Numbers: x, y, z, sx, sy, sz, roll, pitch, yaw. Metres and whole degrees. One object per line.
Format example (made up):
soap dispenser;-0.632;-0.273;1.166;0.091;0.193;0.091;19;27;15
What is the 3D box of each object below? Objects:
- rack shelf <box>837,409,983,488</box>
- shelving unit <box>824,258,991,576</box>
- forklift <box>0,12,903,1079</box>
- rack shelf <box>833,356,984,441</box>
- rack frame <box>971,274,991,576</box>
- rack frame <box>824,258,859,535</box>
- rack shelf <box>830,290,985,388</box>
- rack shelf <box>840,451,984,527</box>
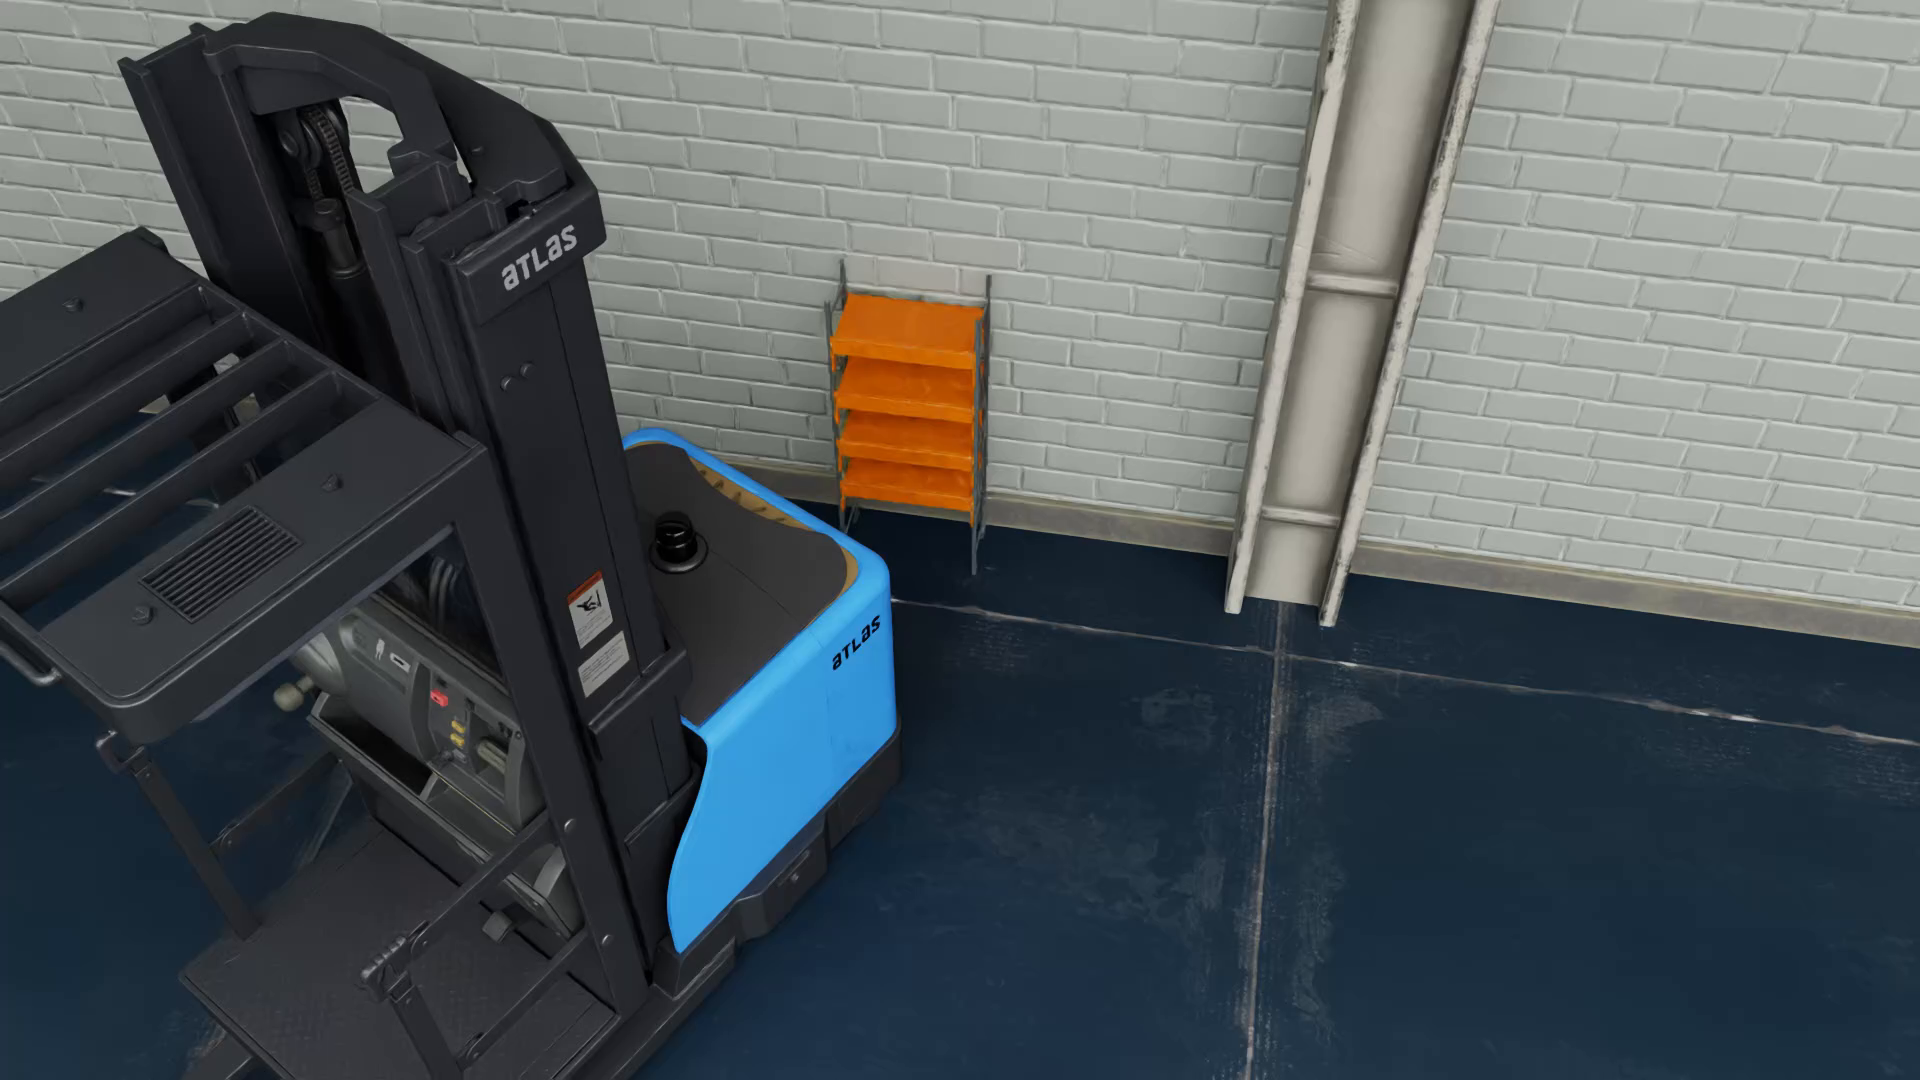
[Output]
rack shelf;-0.169;-0.351;5.845;0.480;0.148;0.258;7;47;6
shelving unit;-0.168;-0.398;5.796;0.503;1.200;0.258;7;47;6
forklift;-1.485;0.450;3.876;1.130;2.935;3.031;30;55;24
rack shelf;-0.168;-0.505;5.682;0.480;0.148;0.258;7;47;6
rack frame;0.072;-0.367;5.769;0.015;1.200;0.240;7;47;6
rack frame;-0.409;-0.428;5.824;0.015;1.200;0.240;7;47;6
rack shelf;-0.167;-0.667;5.510;0.480;0.148;0.258;7;47;6
rack shelf;-0.169;-0.215;5.990;0.480;0.148;0.258;7;47;6
